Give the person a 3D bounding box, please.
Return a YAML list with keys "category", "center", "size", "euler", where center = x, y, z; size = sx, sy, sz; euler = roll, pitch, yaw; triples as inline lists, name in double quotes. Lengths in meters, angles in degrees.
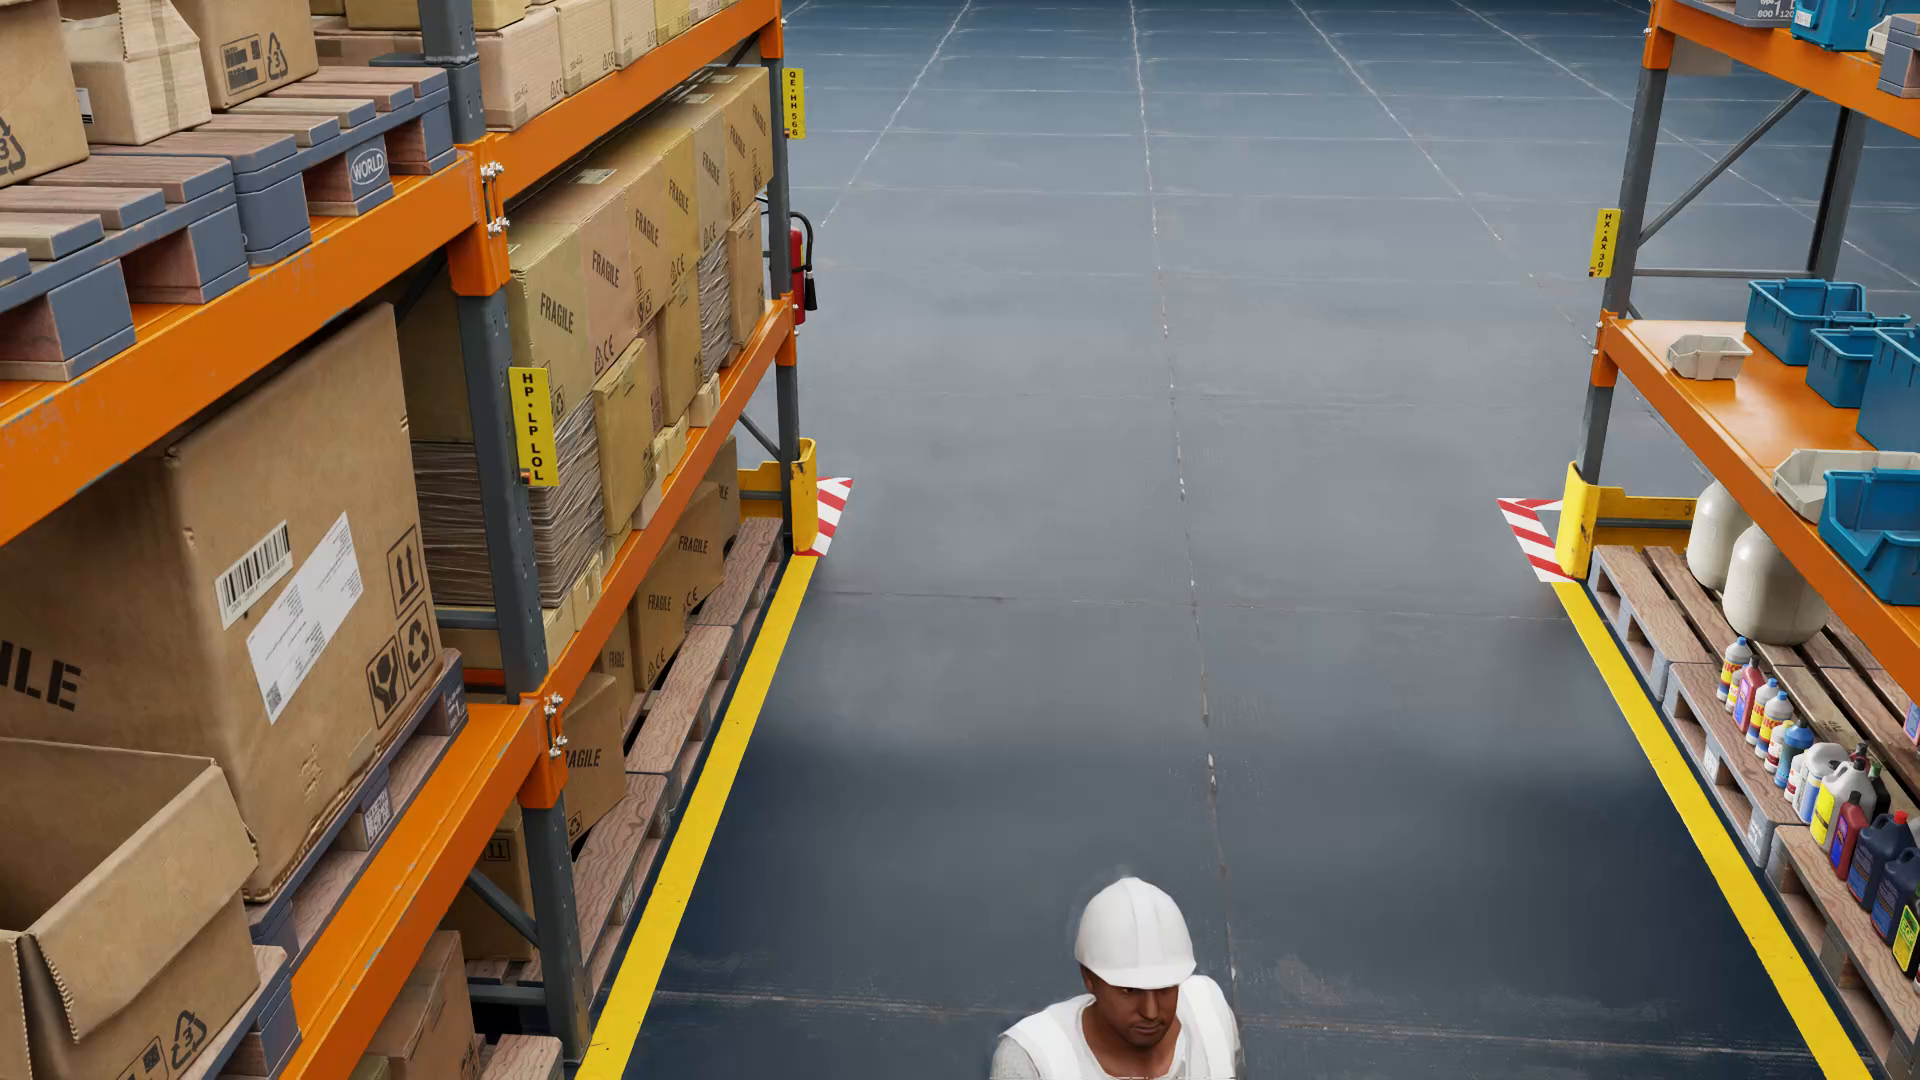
- category: "person"
  center: [0.338, 1.498, 3.287]
  size: [0.615, 1.844, 0.591]
  euler: [-7, 25, -14]
